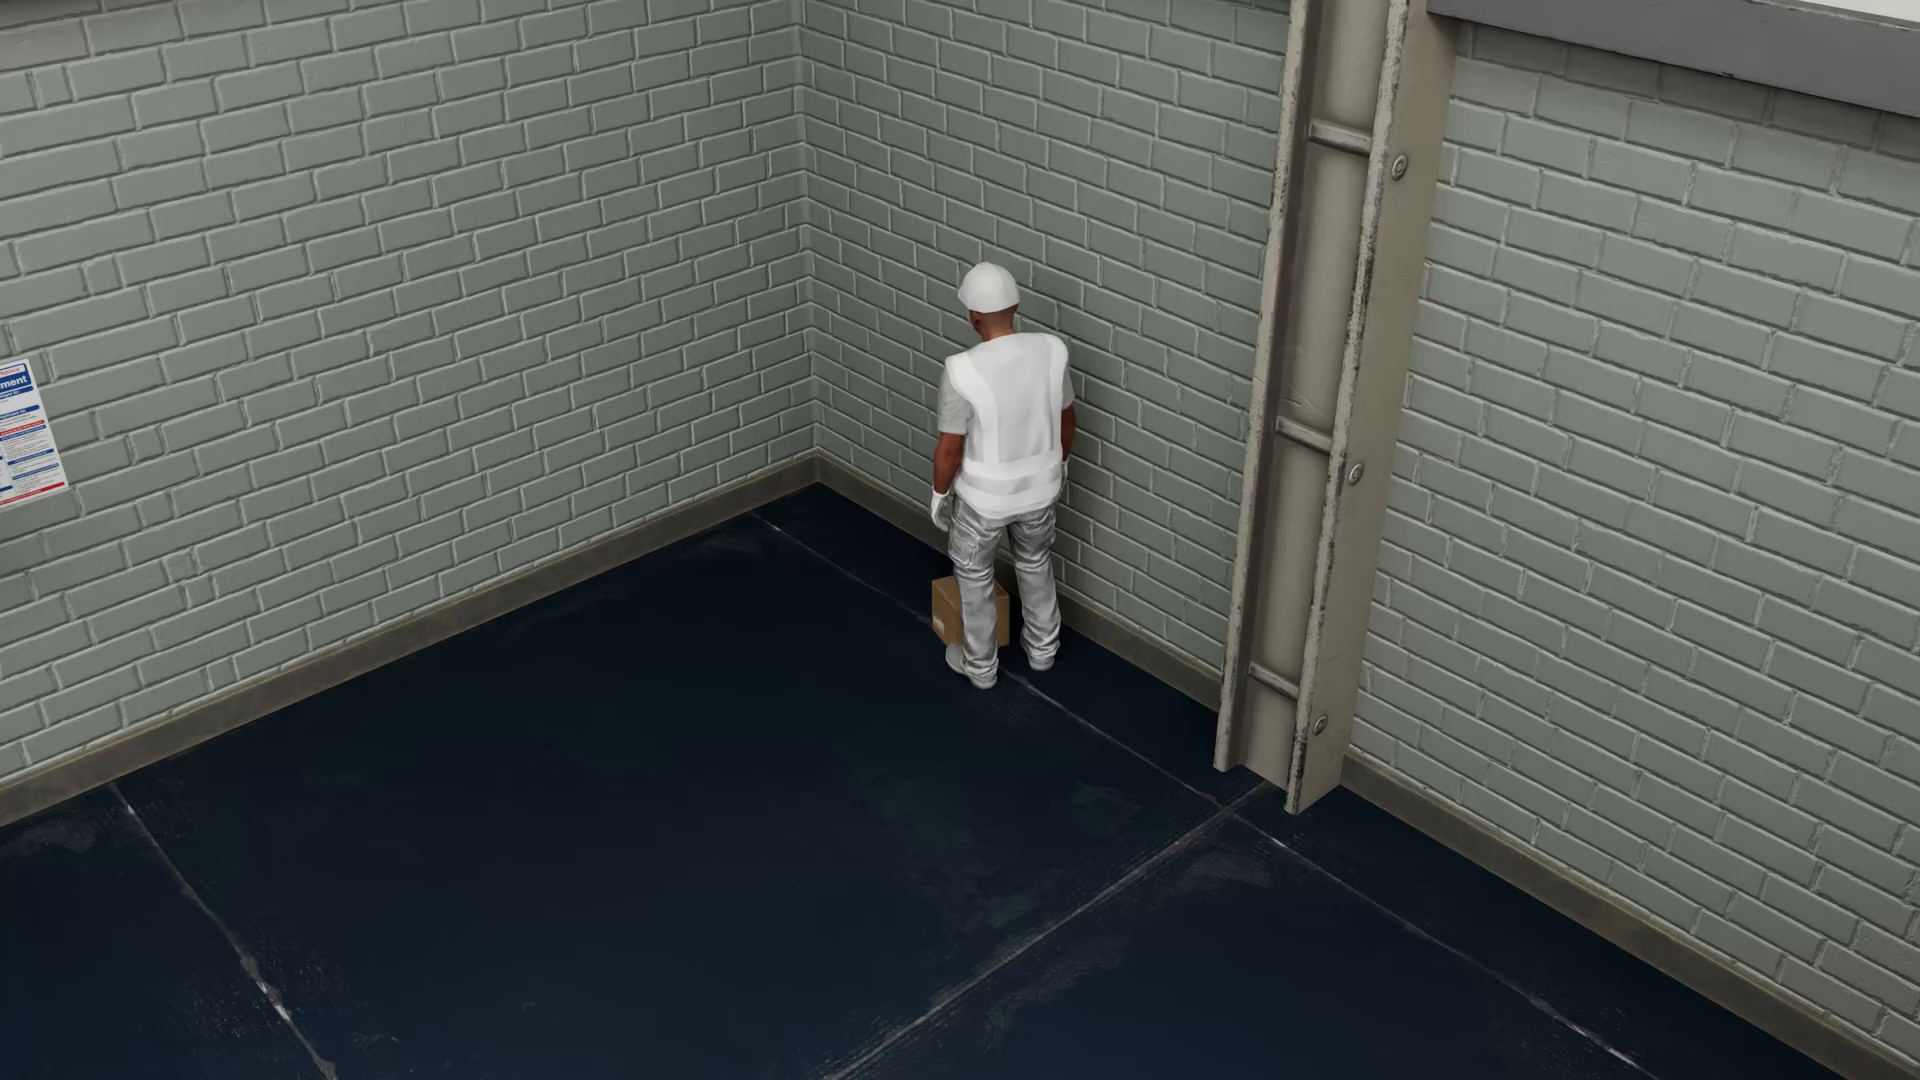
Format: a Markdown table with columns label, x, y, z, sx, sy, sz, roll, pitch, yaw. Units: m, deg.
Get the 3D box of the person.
| label | x | y | z | sx | sy | sz | roll | pitch | yaw |
| --- | --- | --- | --- | --- | --- | --- | --- | --- | --- |
| person | 0.158 | -0.224 | 6.492 | 0.618 | 1.772 | 0.451 | -15 | 34 | -22 |
